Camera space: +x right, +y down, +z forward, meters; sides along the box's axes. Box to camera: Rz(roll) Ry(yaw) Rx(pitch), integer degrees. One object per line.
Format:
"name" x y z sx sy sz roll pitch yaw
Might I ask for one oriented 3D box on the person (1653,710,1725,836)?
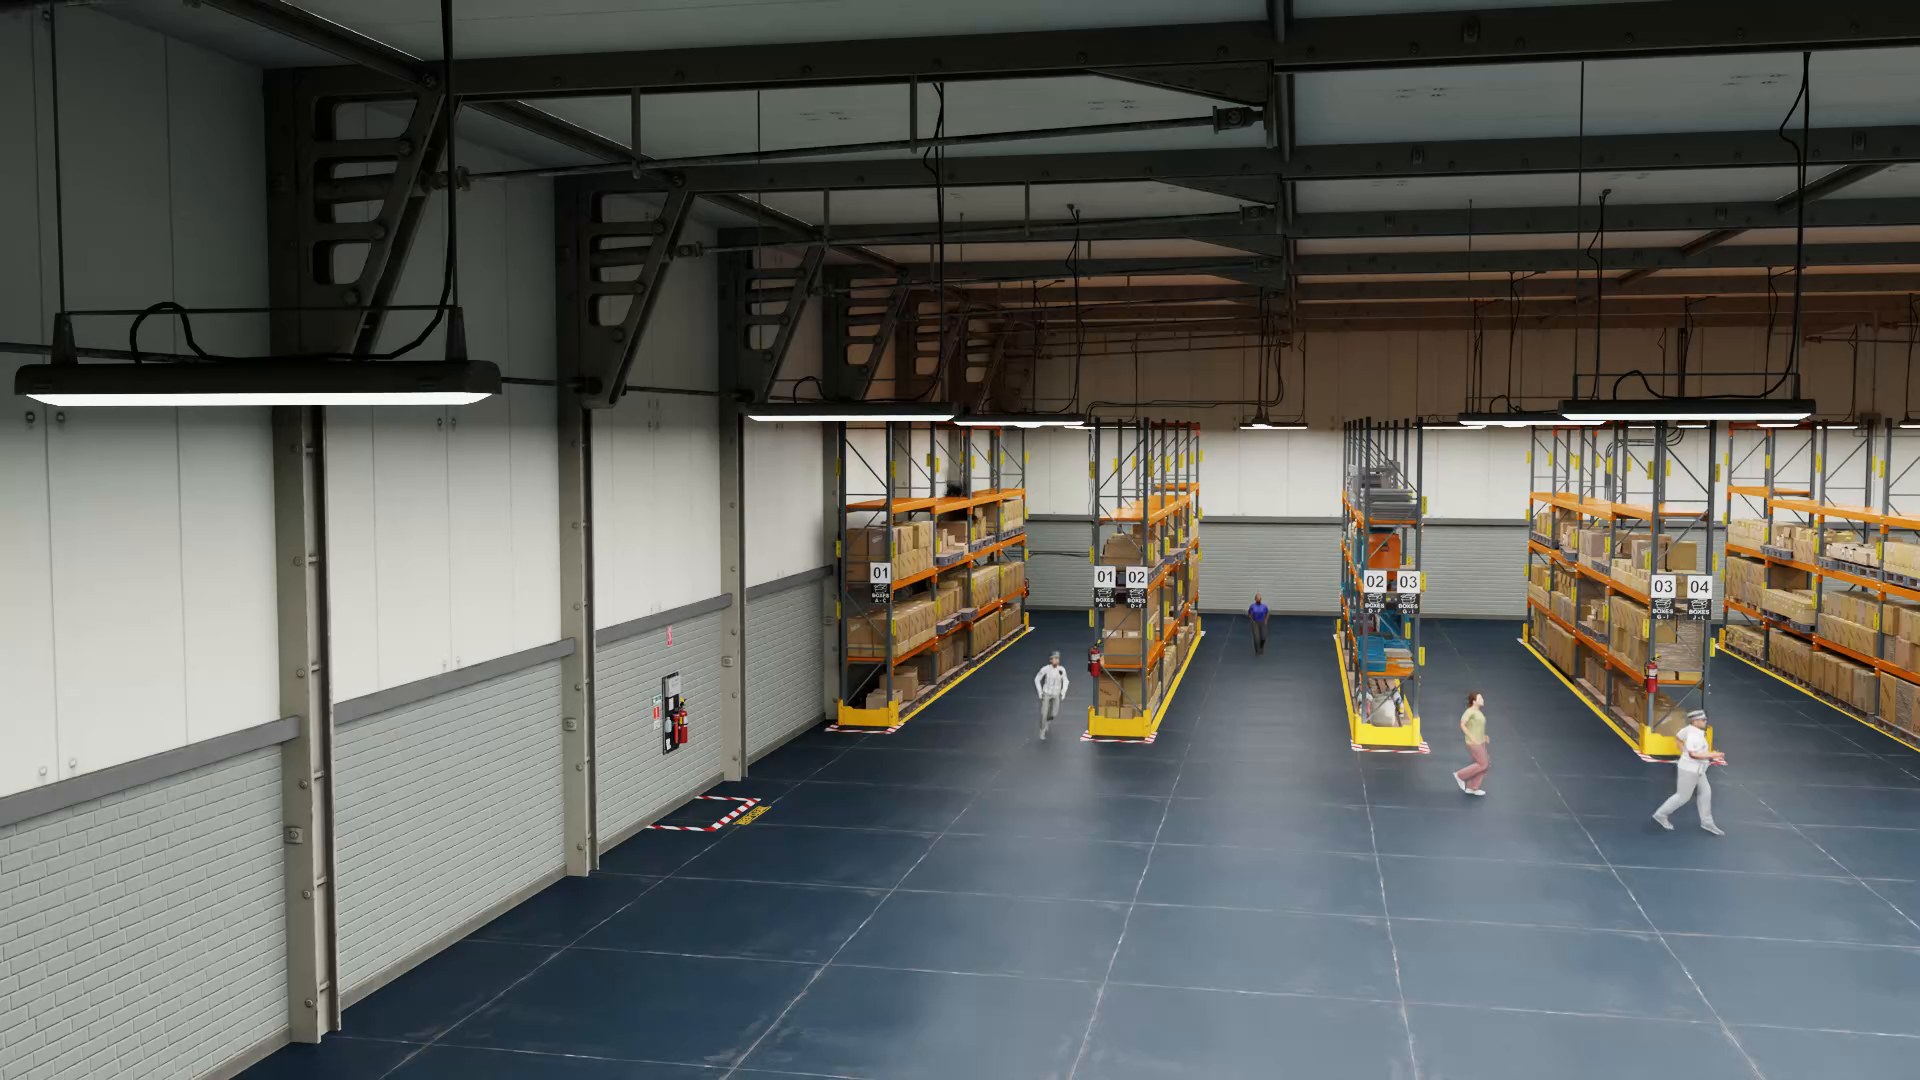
"person" 10.410 3.292 23.677 0.908 1.798 0.621 2 4 30

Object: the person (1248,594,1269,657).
"person" 7.583 2.178 42.191 0.550 1.610 0.524 0 4 5

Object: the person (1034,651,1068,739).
"person" 1.720 2.900 31.192 0.662 1.649 0.513 0 4 -7

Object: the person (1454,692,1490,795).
"person" 8.103 3.205 26.269 0.535 1.632 0.575 3 5 35
